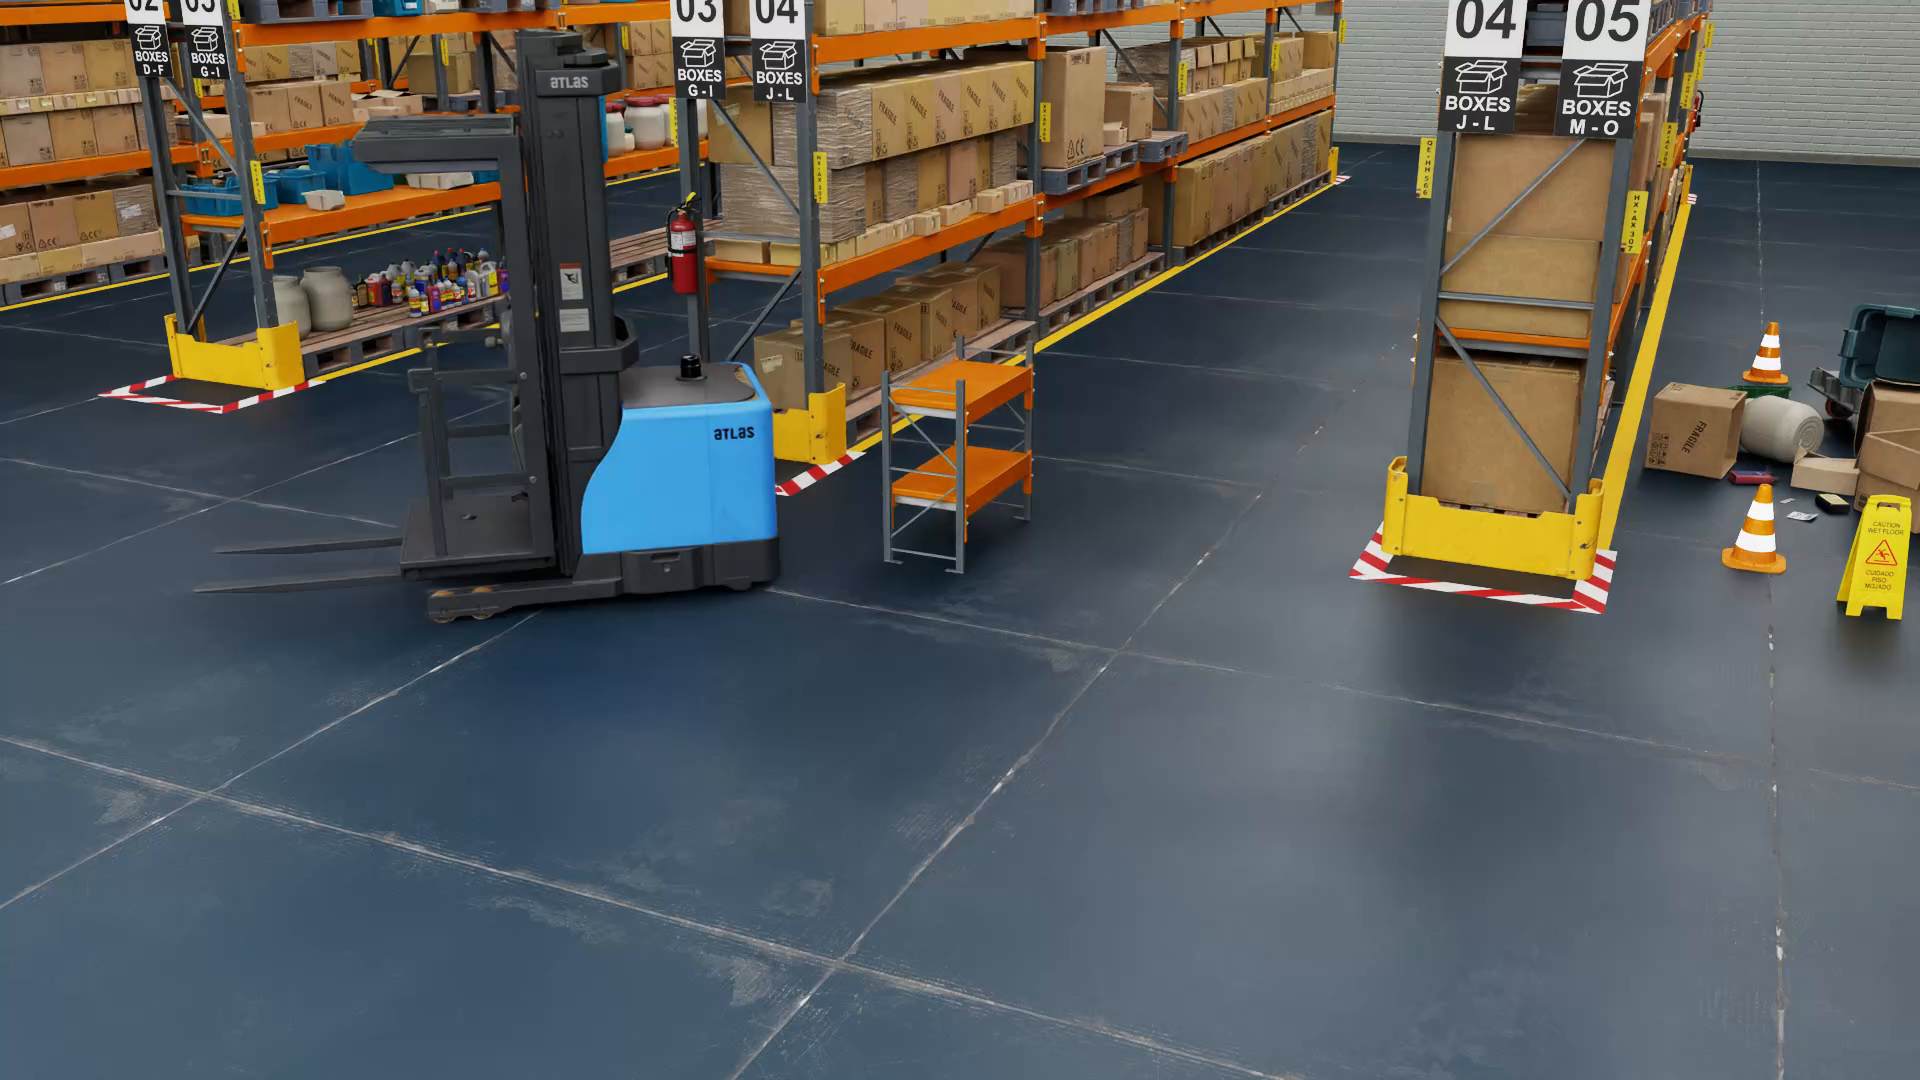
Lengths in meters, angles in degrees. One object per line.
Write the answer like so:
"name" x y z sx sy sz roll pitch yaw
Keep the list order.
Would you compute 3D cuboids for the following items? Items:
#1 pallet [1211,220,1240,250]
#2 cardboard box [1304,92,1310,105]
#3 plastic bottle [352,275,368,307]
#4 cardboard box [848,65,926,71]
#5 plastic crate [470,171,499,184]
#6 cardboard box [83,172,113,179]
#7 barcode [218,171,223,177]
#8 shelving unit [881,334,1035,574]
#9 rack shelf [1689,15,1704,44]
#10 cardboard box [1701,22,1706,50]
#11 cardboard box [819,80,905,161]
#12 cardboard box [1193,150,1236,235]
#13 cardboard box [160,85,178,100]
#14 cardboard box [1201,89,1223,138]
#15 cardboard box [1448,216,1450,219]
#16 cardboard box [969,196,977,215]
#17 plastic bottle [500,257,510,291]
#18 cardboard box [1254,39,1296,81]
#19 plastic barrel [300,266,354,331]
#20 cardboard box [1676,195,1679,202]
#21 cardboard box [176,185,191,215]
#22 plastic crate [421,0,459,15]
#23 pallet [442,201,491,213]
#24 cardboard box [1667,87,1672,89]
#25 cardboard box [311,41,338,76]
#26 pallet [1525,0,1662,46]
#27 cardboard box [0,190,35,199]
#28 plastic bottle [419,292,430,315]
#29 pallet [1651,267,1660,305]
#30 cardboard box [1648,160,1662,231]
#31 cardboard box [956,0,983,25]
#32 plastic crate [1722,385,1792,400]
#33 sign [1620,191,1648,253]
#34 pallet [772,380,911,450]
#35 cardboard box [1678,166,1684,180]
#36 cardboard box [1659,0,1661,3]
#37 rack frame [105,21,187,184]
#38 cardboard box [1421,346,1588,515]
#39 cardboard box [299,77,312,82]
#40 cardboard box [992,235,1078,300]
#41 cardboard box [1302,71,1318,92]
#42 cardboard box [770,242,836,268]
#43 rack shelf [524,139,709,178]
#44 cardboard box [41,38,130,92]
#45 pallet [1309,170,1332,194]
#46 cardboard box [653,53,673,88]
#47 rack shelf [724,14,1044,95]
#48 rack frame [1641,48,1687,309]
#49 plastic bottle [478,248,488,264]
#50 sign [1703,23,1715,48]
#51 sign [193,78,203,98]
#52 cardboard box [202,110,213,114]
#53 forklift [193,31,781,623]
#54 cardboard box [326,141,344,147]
"pallet" 2.760 -3.765 20.242 1.003 0.211 1.213 9 21 23
"cardboard box" 4.671 -6.183 23.253 0.380 0.149 0.250 9 21 24
"plastic bottle" -5.544 -2.298 15.352 0.061 0.283 0.133 9 22 24
"cardboard box" -0.596 -3.504 13.260 0.500 0.500 0.500 9 21 23
"plastic crate" -4.495 -3.488 15.523 0.499 0.251 0.616 9 21 23
"cardboard box" -12.254 -5.177 23.123 0.700 0.500 0.500 9 21 23
"barcode" -8.323 -4.117 18.711 0.001 0.075 0.075 9 21 23
"shelving unit" 0.003 -0.532 9.786 0.538 1.125 1.048 9 21 23
"rack shelf" 7.170 -5.451 17.418 1.077 0.370 4.000 9 21 23
"cardboard box" 9.254 -6.380 21.348 0.500 0.500 0.500 10 22 25
"cardboard box" -0.724 -2.972 11.765 0.500 0.500 0.500 9 21 23
"cardboard box" 2.541 -4.153 19.715 1.225 0.875 0.875 9 21 23
"cardboard box" -8.723 -4.855 18.026 0.380 0.149 0.250 9 21 23
"cardboard box" 2.730 -4.950 19.263 0.500 0.500 0.500 8 21 22
"cardboard box" 3.391 -1.681 9.996 0.875 0.550 0.550 9 21 23
"cardboard box" -0.082 -2.736 13.562 0.380 0.149 0.250 9 21 23
"plastic bottle" -4.369 -2.598 16.094 0.144 0.351 0.185 7 21 20
"cardboard box" 4.143 -6.383 22.102 0.500 0.500 0.500 9 21 23
"plastic barrel" -5.522 -2.102 14.488 0.421 0.512 0.421 0 20 0
"cardboard box" 9.265 -4.551 21.917 0.380 0.149 0.250 8 21 20
"cardboard box" -8.903 -3.944 19.223 0.500 0.311 0.500 9 21 23
"plastic crate" -4.578 -4.677 14.560 0.243 0.136 0.396 9 21 23
"pallet" -6.829 -4.747 23.001 1.003 0.211 1.213 9 21 23
"cardboard box" 7.359 -4.718 17.618 0.380 0.149 0.250 8 21 22
"cardboard box" -10.211 -7.602 26.246 0.500 0.500 0.500 9 21 23
"pallet" 3.369 -2.920 9.358 1.003 0.211 1.213 9 21 23
"cardboard box" -9.895 -3.313 17.165 0.500 0.500 0.500 9 21 23
"plastic bottle" -4.858 -2.143 15.038 0.097 0.201 0.097 0 20 0
"pallet" 6.672 -2.690 17.219 1.003 0.211 1.213 9 21 23
"cardboard box" 5.174 -2.714 12.974 0.500 0.500 0.500 9 21 23
"cardboard box" -0.147 -4.107 12.788 0.500 0.250 0.500 8 21 22
"plastic crate" 5.837 -1.012 12.449 0.662 0.188 0.450 -14 14 -33
"sign" 3.579 -1.687 8.826 0.100 0.325 0.005 9 21 23
"pallet" -1.013 -0.984 12.422 1.003 0.211 1.213 9 21 23
"cardboard box" 9.273 -4.824 21.796 0.380 0.149 0.250 9 22 25
"cardboard box" 3.611 -2.999 9.047 0.380 0.149 0.250 9 21 23
"rack frame" -11.690 -6.516 23.814 1.000 3.000 0.127 9 21 23
"cardboard box" 3.292 -0.733 10.098 0.875 0.875 0.875 9 21 23
"cardboard box" -10.376 -7.180 26.026 0.380 0.149 0.250 9 21 23
"cardboard box" 0.713 -2.612 15.910 0.700 0.500 0.500 8 21 22
"cardboard box" 4.770 -6.497 23.541 0.500 0.250 0.500 8 21 21
"cardboard box" -1.075 -1.968 11.400 0.380 0.149 0.250 9 21 23
"rack shelf" -3.471 -4.206 18.393 1.077 0.370 4.000 9 21 23
"cardboard box" -9.189 -4.982 17.415 0.700 0.500 0.500 8 21 23
"pallet" 4.887 -5.354 24.707 1.003 0.211 1.213 9 21 23
"cardboard box" -4.867 -7.383 26.102 0.500 0.500 0.500 9 21 24
"rack shelf" -0.590 -3.717 12.542 1.077 0.370 4.000 9 21 23
"rack frame" 6.351 -3.766 16.081 1.000 3.000 0.127 9 21 23
"plastic bottle" -4.820 -2.818 16.832 0.097 0.271 0.097 0 20 0
"sign" 10.125 -6.823 22.479 0.100 0.325 0.005 9 21 23
"sign" -8.300 -4.984 18.097 0.100 0.325 0.005 9 21 23
"cardboard box" -8.614 -4.845 19.317 0.396 0.266 0.258 8 21 21
"forklift" -2.566 -1.141 8.804 3.031 2.935 1.130 -5 20 -13
"cardboard box" -10.199 -6.707 26.934 0.750 0.750 0.750 9 21 23
